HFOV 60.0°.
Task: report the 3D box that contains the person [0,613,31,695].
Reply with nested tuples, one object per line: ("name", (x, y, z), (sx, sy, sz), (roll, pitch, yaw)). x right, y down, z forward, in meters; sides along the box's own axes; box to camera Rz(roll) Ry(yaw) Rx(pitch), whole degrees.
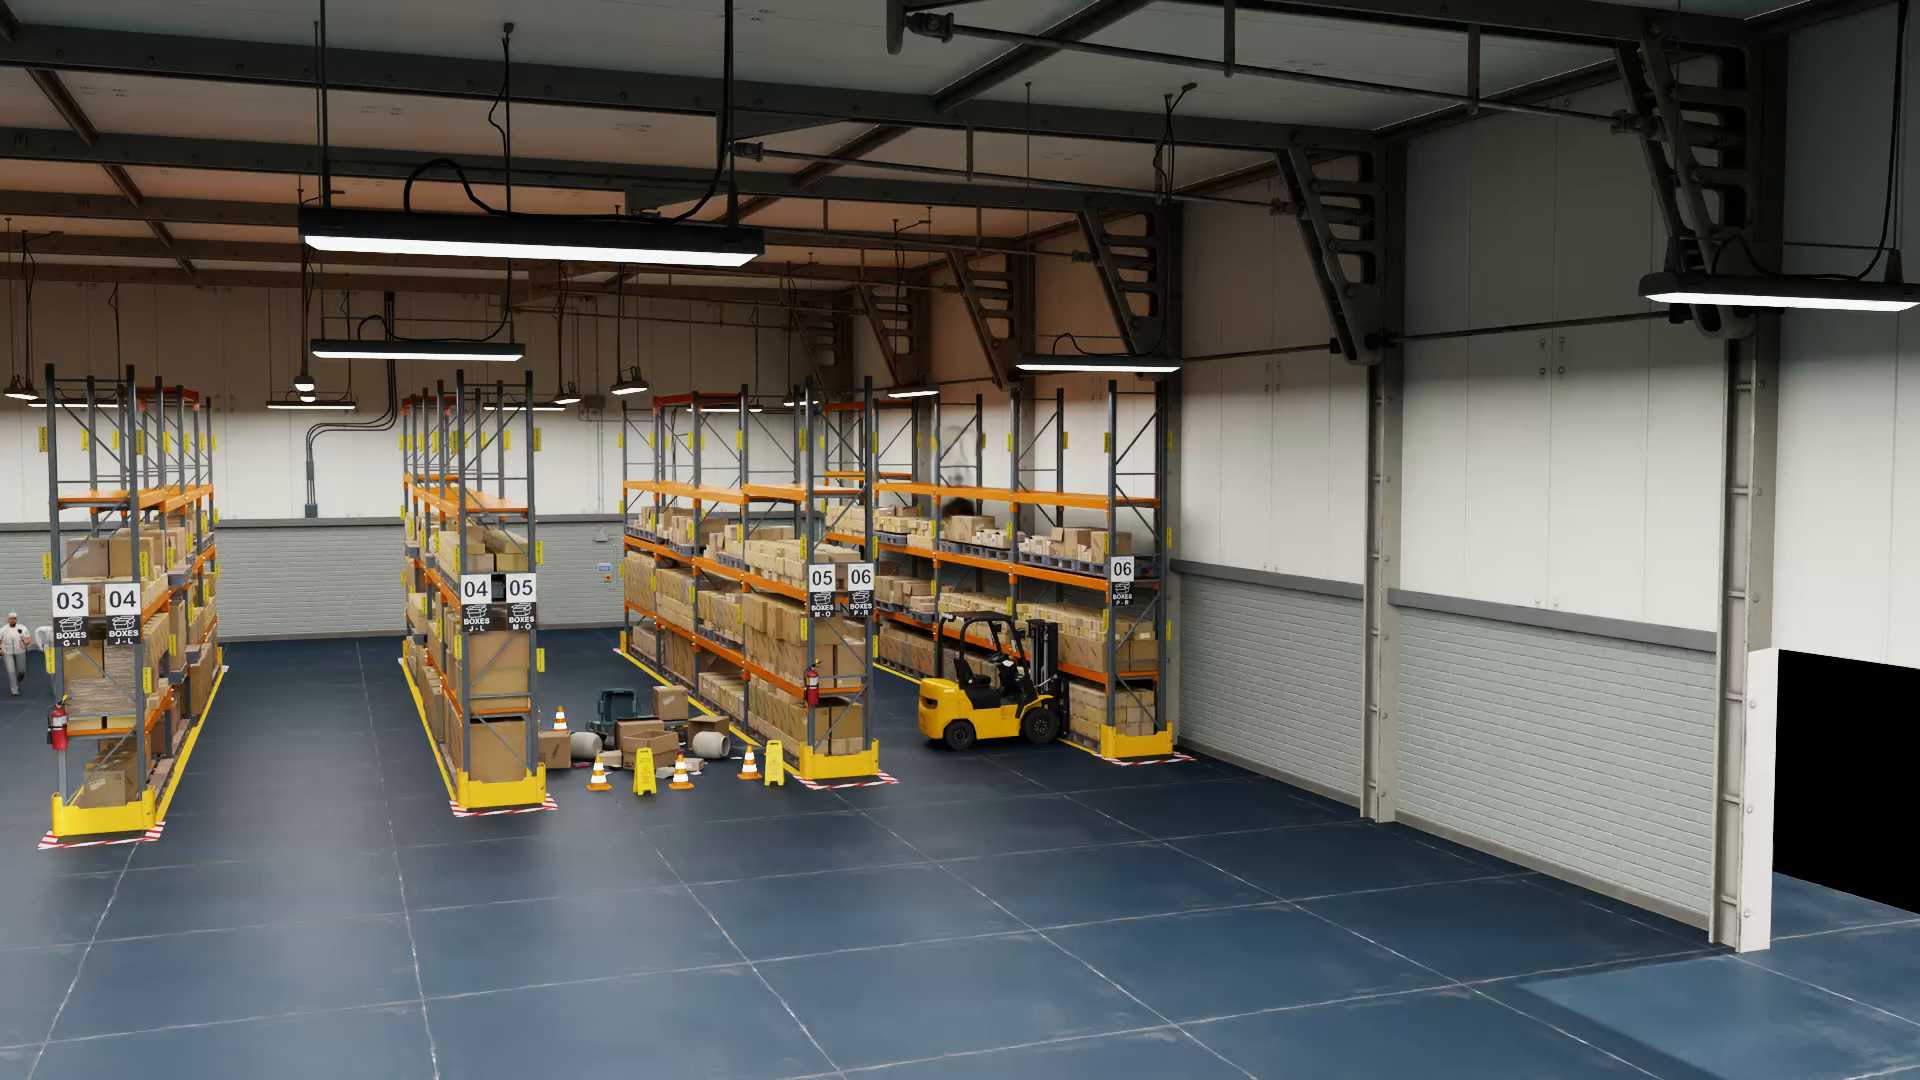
("person", (-18.839, 2.256, 33.107), (0.602, 1.624, 0.591), (-2, 4, -30))

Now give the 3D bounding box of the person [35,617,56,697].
("person", (-18.038, 2.303, 33.112), (0.659, 1.626, 0.968), (-2, 4, -31))
